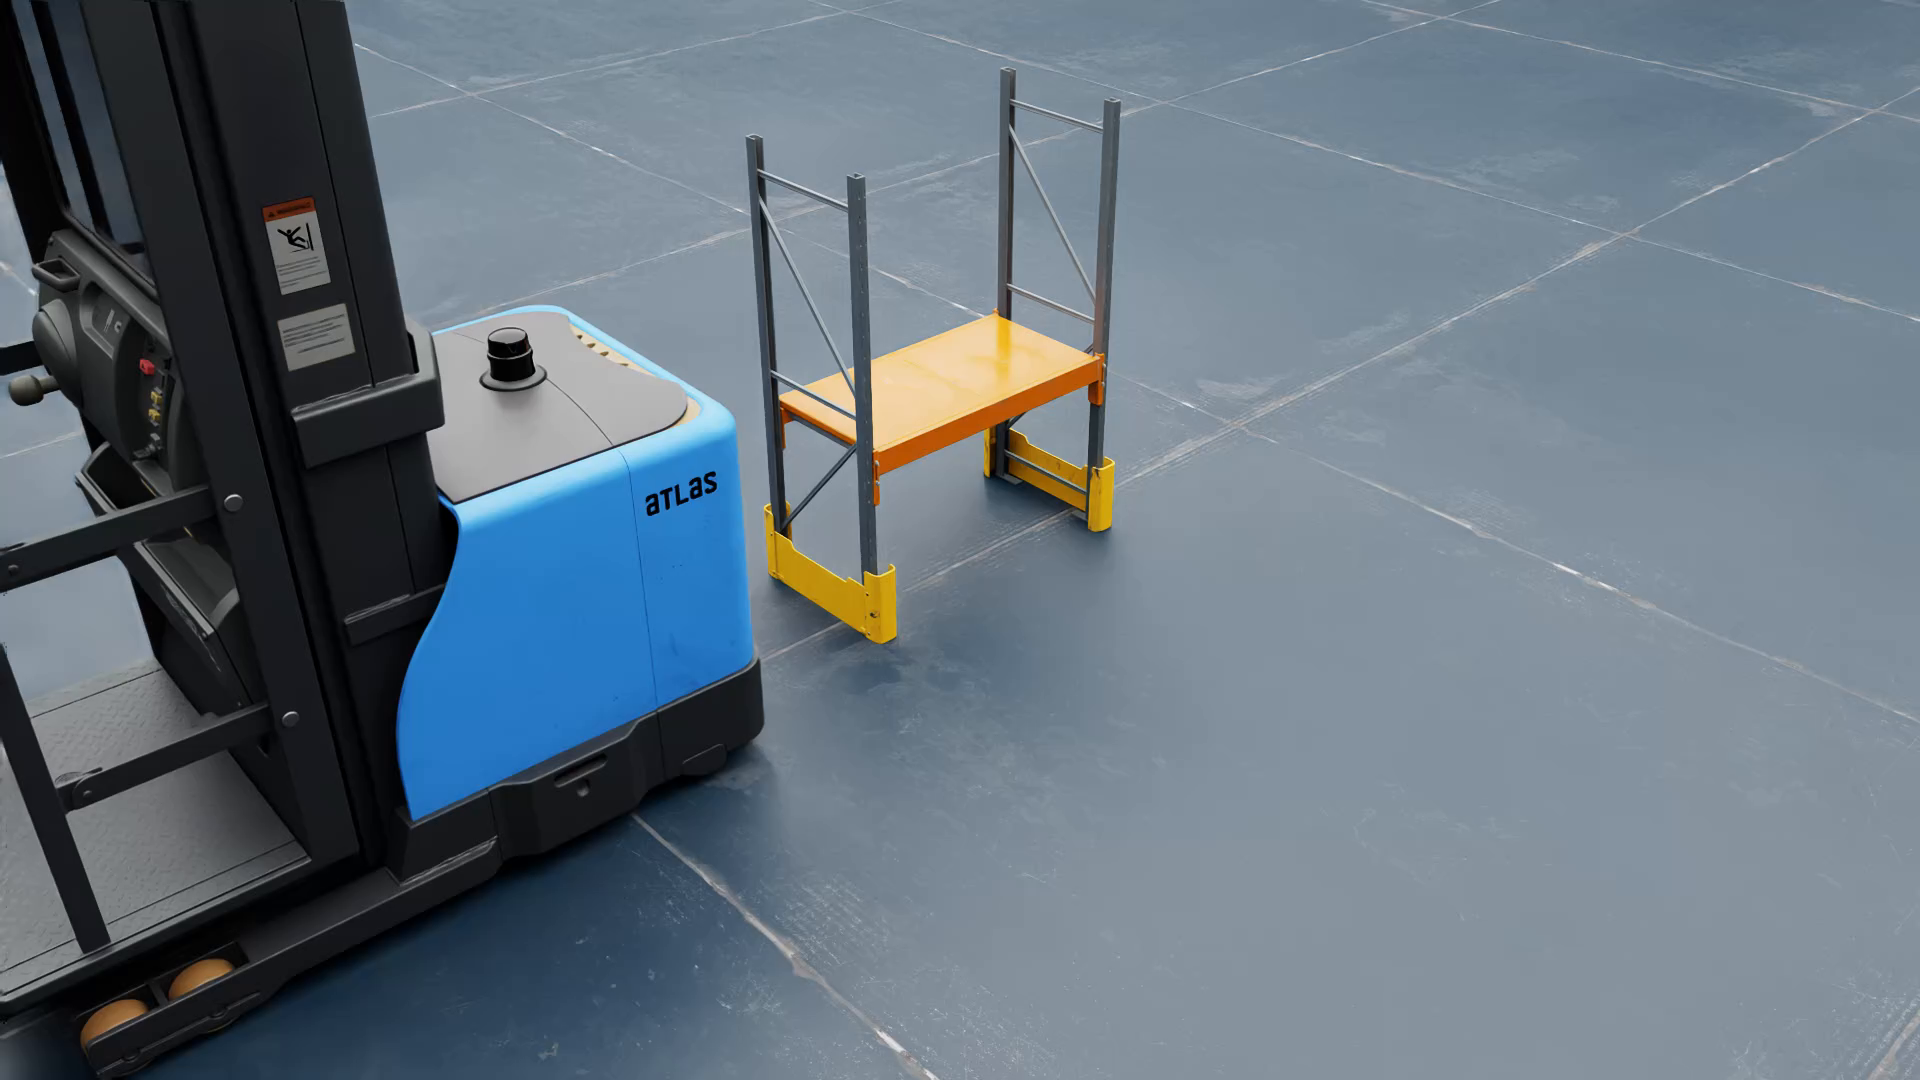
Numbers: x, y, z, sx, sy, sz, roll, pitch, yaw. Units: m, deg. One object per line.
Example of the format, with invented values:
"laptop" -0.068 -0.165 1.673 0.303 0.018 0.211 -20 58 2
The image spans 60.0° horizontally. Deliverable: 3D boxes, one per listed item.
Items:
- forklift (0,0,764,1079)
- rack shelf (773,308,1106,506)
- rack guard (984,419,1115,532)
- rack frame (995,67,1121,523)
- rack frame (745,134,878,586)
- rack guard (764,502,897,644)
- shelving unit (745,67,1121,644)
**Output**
"forklift" -2.005 -0.349 3.511 3.031 2.935 1.130 -24 39 -34
"rack shelf" -0.063 -0.456 5.403 1.000 0.185 0.538 -26 40 -35
"rack guard" 0.309 -0.256 5.929 0.087 0.250 0.587 -26 40 -35
"rack frame" 0.310 -0.790 5.604 0.032 1.500 0.500 -26 40 -35
"rack frame" -0.435 -0.429 5.014 0.032 1.500 0.500 -26 40 -35
"rack guard" -0.421 0.097 5.352 0.087 0.250 0.587 -26 40 -35
"shelving unit" -0.056 -0.613 5.315 1.083 1.500 0.587 -26 40 -35
